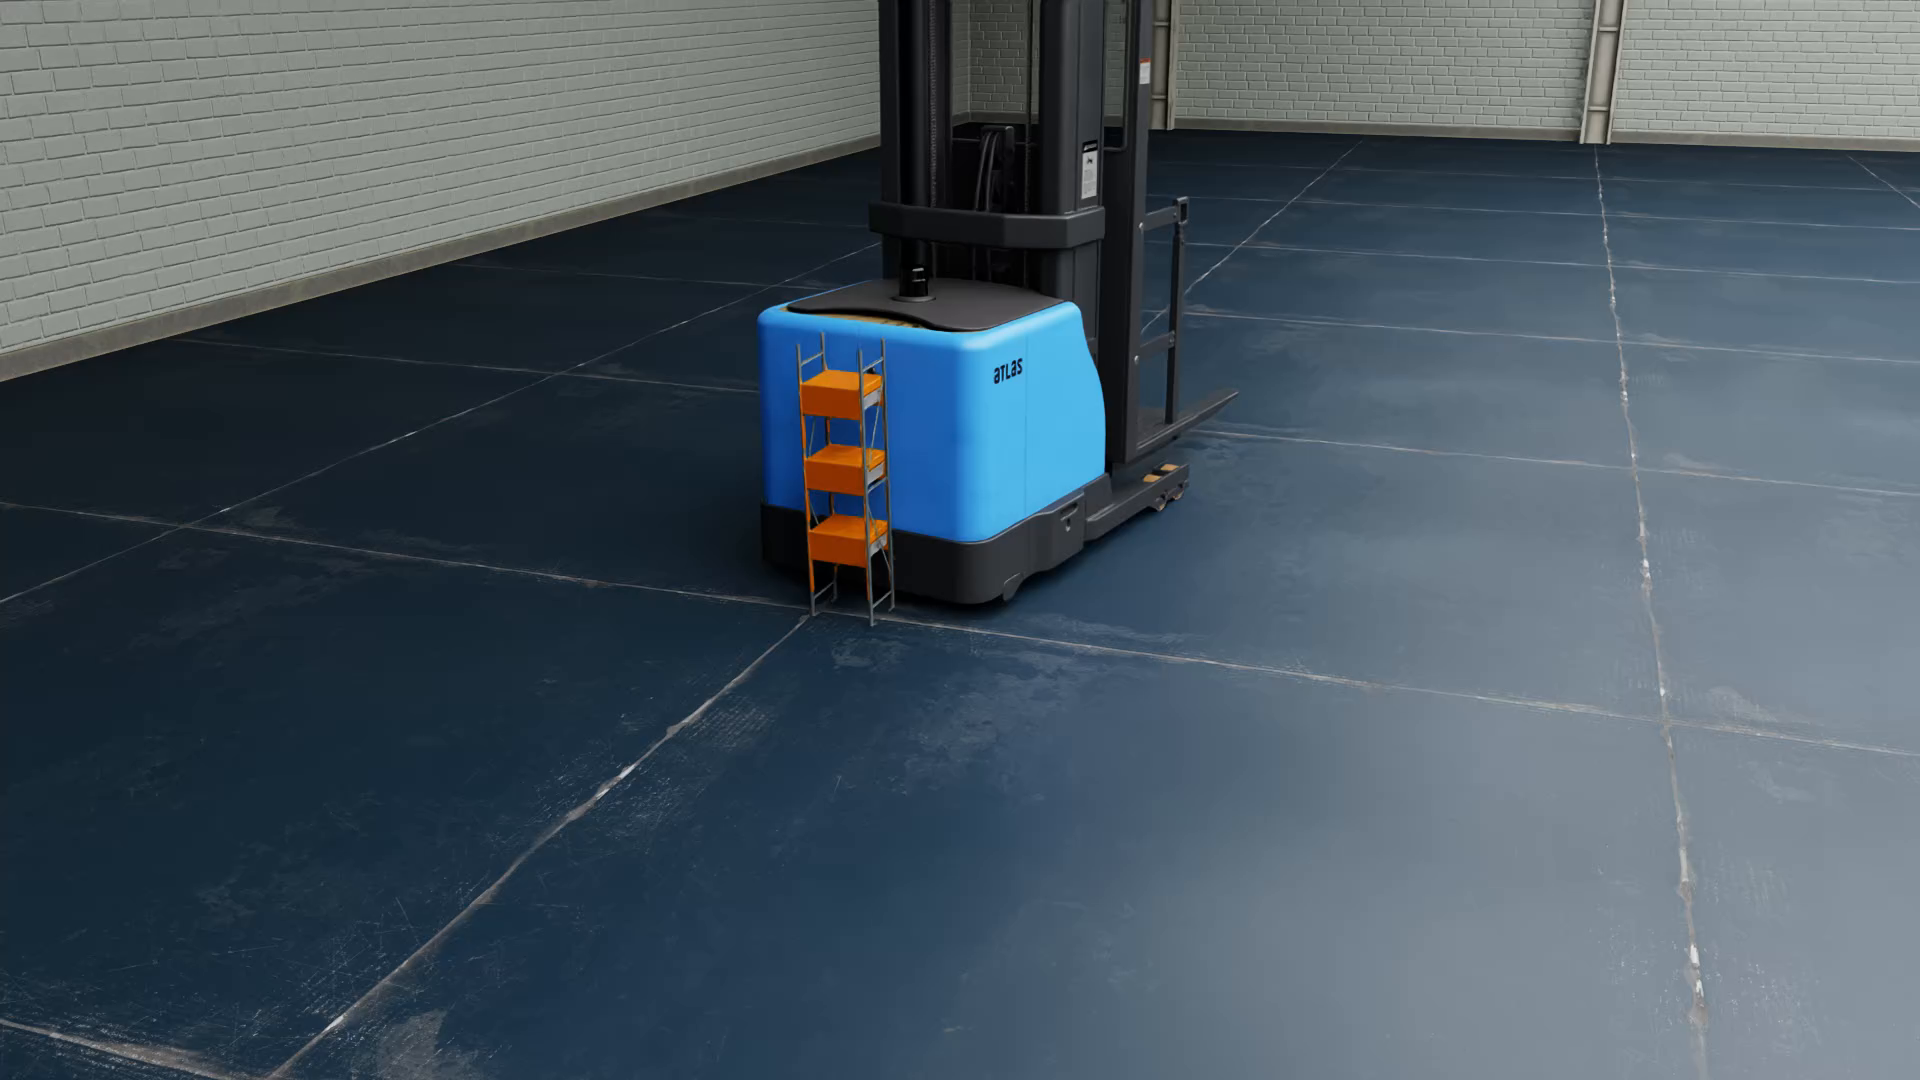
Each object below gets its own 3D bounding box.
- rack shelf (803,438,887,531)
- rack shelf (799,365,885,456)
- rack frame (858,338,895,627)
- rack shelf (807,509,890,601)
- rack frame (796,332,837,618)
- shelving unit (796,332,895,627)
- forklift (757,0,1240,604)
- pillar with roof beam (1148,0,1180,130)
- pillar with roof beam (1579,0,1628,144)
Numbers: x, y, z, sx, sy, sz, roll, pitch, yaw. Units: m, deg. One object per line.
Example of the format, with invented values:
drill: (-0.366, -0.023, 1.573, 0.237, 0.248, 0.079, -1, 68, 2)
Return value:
rack shelf: (-0.413, -0.205, 6.087, 0.240, 0.259, 0.215, 8, 23, 22)
rack shelf: (-0.418, -0.469, 5.982, 0.240, 0.259, 0.215, 8, 23, 22)
rack frame: (-0.301, -0.199, 6.038, 0.008, 1.050, 0.200, 8, 23, 22)
rack shelf: (-0.408, 0.053, 6.190, 0.240, 0.259, 0.215, 8, 23, 22)
rack frame: (-0.525, -0.231, 6.129, 0.008, 1.050, 0.200, 8, 23, 22)
shelving unit: (-0.413, -0.215, 6.083, 0.252, 1.050, 0.215, 8, 23, 22)
forklift: (0.393, -1.581, 7.159, 1.130, 2.935, 3.031, 11, 22, 29)
pillar with roof beam: (1.502, -8.934, 19.034, 0.400, 9.000, 9.100, 7, 20, 18)
pillar with roof beam: (7.170, -8.285, 17.174, 0.400, 9.000, 9.100, 7, 20, 18)
